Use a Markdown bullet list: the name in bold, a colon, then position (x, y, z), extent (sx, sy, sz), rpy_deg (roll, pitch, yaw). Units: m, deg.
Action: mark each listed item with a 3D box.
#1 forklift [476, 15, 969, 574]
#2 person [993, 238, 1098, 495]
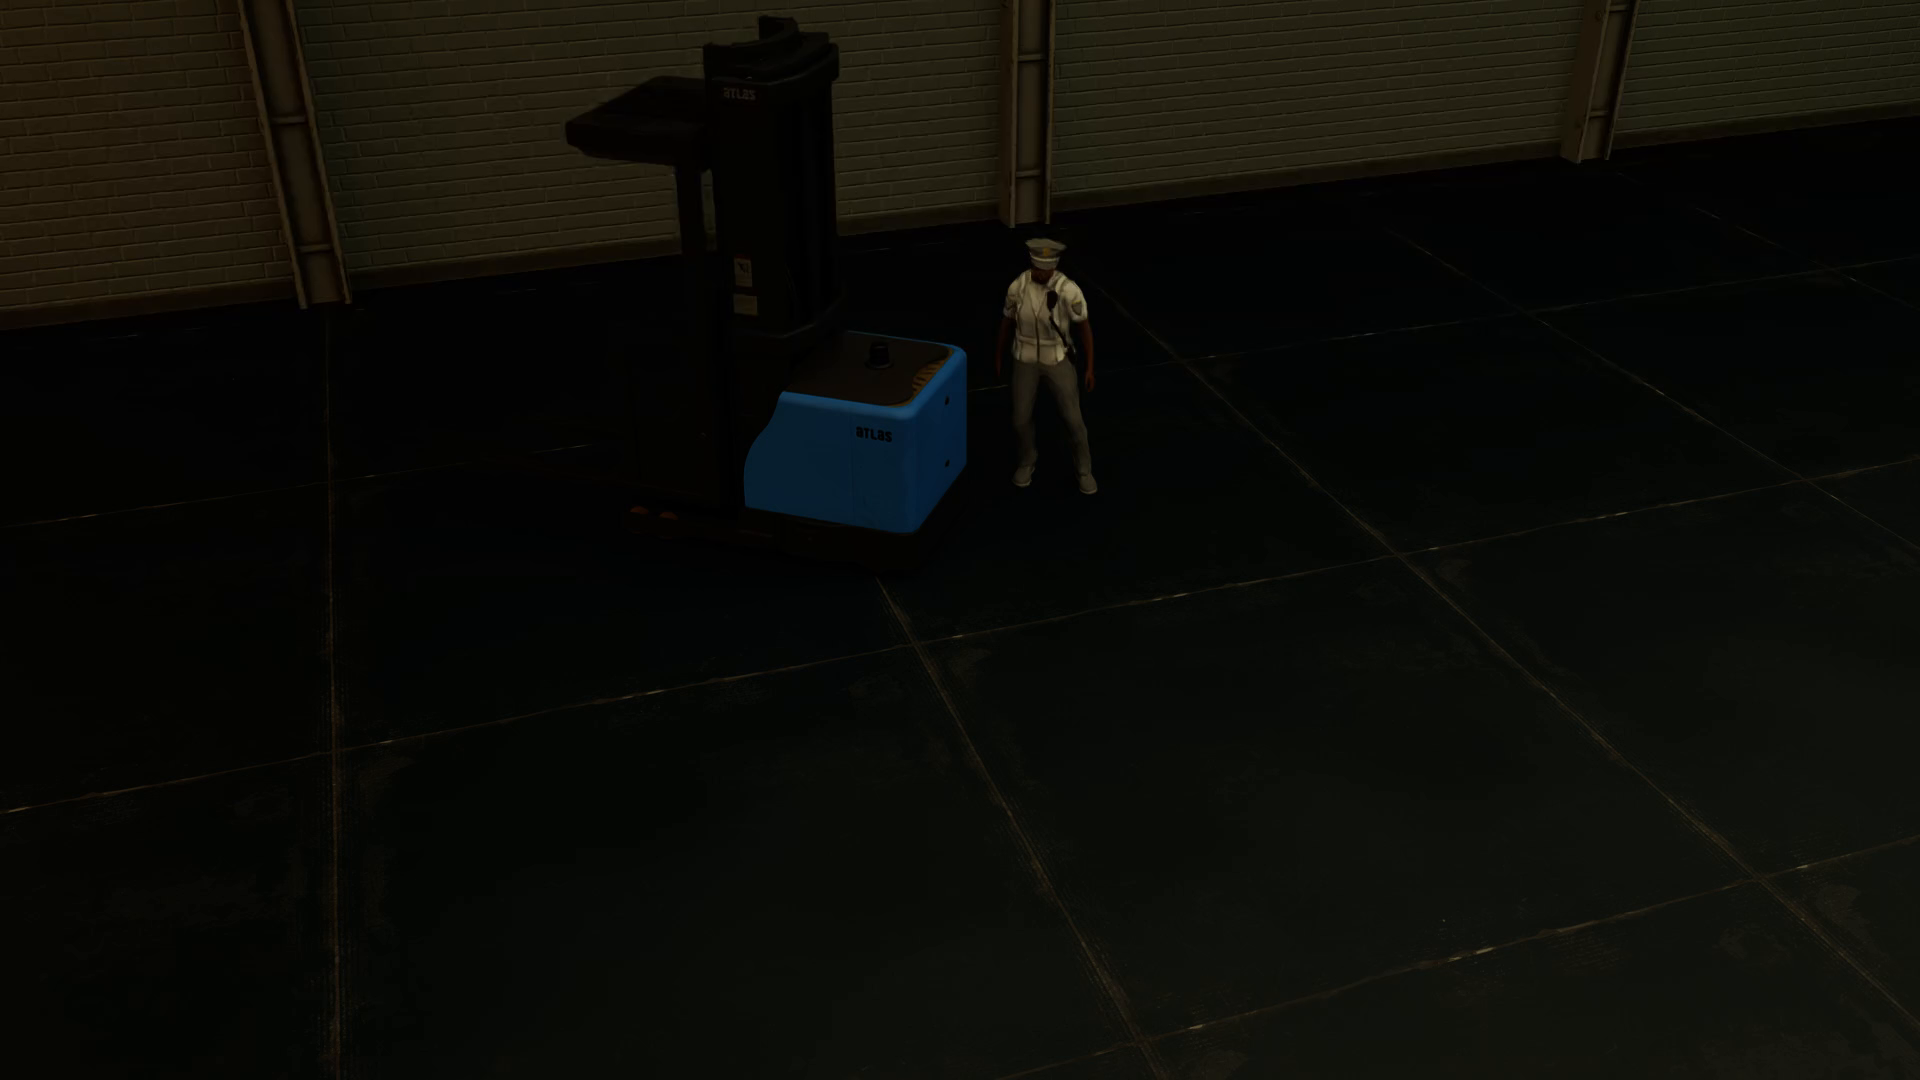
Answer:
- **forklift**: position (-1.519, -1.509, 9.710), extent (3.031, 2.935, 1.130), rpy_deg (10, 31, 17)
- **person**: position (0.547, -1.085, 10.275), extent (0.715, 1.637, 0.367), rpy_deg (9, 31, 15)
